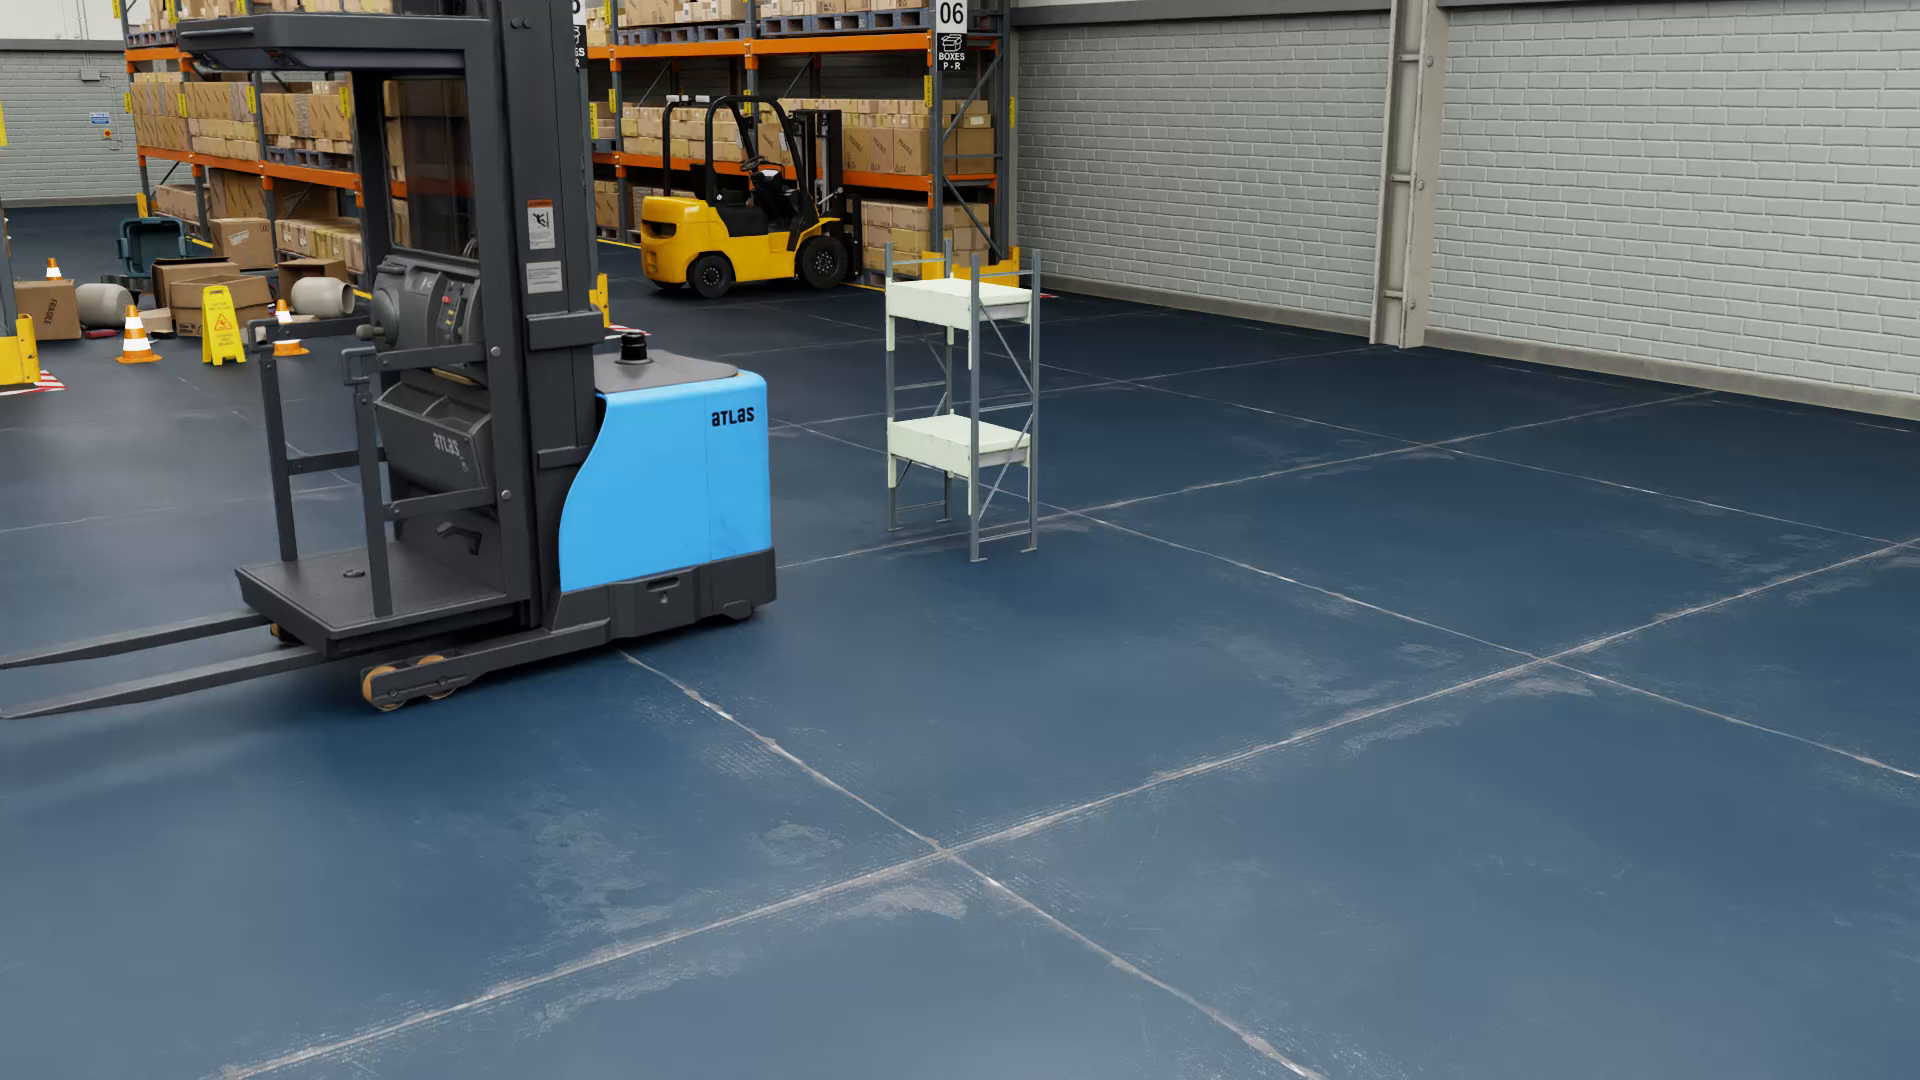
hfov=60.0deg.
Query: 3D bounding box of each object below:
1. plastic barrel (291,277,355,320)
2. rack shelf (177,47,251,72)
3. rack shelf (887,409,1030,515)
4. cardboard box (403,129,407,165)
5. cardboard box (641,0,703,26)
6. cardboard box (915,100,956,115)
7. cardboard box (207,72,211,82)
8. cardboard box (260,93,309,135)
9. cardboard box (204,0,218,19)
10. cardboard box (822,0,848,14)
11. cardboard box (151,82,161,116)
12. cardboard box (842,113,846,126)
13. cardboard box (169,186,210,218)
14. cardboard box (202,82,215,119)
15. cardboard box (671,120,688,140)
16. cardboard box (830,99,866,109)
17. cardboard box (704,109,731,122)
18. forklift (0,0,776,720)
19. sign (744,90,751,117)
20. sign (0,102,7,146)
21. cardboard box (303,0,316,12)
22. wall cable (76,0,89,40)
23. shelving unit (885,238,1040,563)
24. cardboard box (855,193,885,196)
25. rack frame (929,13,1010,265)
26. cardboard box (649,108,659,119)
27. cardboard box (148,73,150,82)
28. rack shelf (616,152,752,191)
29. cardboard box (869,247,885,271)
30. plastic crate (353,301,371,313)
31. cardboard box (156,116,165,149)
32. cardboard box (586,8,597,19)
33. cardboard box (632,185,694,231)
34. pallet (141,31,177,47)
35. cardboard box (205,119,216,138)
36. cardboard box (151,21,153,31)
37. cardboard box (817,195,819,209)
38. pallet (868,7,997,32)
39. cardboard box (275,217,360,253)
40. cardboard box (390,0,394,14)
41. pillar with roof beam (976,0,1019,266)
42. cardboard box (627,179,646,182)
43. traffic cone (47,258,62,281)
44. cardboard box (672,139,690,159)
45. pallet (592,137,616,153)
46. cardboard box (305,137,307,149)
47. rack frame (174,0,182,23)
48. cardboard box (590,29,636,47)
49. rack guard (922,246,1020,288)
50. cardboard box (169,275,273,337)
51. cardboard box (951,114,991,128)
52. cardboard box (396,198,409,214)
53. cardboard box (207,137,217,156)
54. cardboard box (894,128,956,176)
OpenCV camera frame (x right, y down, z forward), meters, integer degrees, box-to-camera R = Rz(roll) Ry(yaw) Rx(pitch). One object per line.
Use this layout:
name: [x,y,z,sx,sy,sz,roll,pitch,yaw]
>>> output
plastic barrel: [-6.342,-2.405,16.561,0.512,0.421,0.421,1,15,4]
rack shelf: [-9.782,-6.677,22.969,1.077,0.370,4.000,-11,19,-35]
rack shelf: [0.004,-0.408,8.459,0.431,0.370,0.720,-11,19,-35]
cardboard box: [-5.309,-4.032,16.874,0.500,0.500,0.500,-11,19,-34]
cardboard box: [-3.987,-7.382,23.009,0.700,0.500,0.500,-11,19,-36]
cardboard box: [-0.271,-4.761,18.308,0.380,0.149,0.250,-11,19,-34]
cardboard box: [-11.464,-6.937,24.926,0.380,0.149,0.250,-10,18,-33]
cardboard box: [-8.529,-5.412,21.119,0.500,0.500,0.500,-12,19,-36]
cardboard box: [-9.877,-7.179,22.455,0.500,0.500,0.500,-11,19,-34]
cardboard box: [-1.182,-6.382,19.349,0.797,0.503,0.637,-10,18,-33]
cardboard box: [-12.346,-6.917,26.085,0.500,0.500,0.500,-11,19,-34]
cardboard box: [-1.168,-4.942,19.531,0.380,0.149,0.250,-11,19,-35]
cardboard box: [-12.296,-5.505,27.066,0.875,0.438,0.875,-10,18,-33]
cardboard box: [-10.318,-6.184,23.405,0.500,0.500,0.500,-11,19,-36]
cardboard box: [-3.623,-5.630,22.802,0.500,0.250,0.500,-11,19,-34]
cardboard box: [-1.312,-5.144,19.707,0.380,0.149,0.250,-11,19,-34]
cardboard box: [-3.152,-5.615,21.990,0.380,0.149,0.250,-12,19,-36]
forklift: [-2.262,-0.929,6.417,3.031,2.935,1.130,-13,20,-39]
sign: [-2.675,-5.501,20.949,0.100,0.325,0.005,-11,19,-35]
sign: [-7.395,-3.192,12.767,0.100,0.325,0.005,-11,19,-35]
cardboard box: [-7.308,-6.193,19.327,0.500,0.250,0.500,-11,19,-34]
wall cable: [-16.883,-10.923,31.437,0.463,3.000,0.029,-11,19,-35]
shelving unit: [0.004,-0.722,8.373,0.431,1.500,0.755,-11,19,-35]
cardboard box: [-1.199,-4.134,20.519,0.500,0.250,0.500,-11,19,-34]
rack frame: [0.110,-4.213,18.286,1.000,3.000,0.127,-11,19,-35]
cardboard box: [-4.151,-6.007,23.423,0.380,0.149,0.250,-11,19,-34]
cardboard box: [-12.687,-7.363,26.484,0.380,0.149,0.250,-11,19,-34]
rack shelf: [-3.418,-5.147,23.062,1.077,0.370,4.000,-11,19,-35]
cardboard box: [-0.706,-3.248,19.174,0.500,0.250,0.500,-11,19,-35]
plastic crate: [-5.995,-2.425,17.284,0.583,0.080,0.402,10,18,33]
cardboard box: [-12.348,-6.440,26.233,0.500,0.500,0.500,-10,18,-33]
cardboard box: [-5.301,-7.780,24.603,0.380,0.149,0.250,-12,19,-36]
cardboard box: [-4.238,-4.843,24.291,0.875,0.625,0.625,-10,18,-33]
pallet: [-12.144,-7.845,26.041,1.003,0.211,1.213,-11,19,-35]
cardboard box: [-10.323,-5.816,23.481,0.500,0.250,0.500,-11,19,-34]
cardboard box: [-12.471,-8.185,26.302,0.500,0.311,0.500,-10,18,-34]
cardboard box: [-1.617,-4.058,20.240,0.500,0.250,0.500,-10,18,-33]
pallet: [-0.285,-5.772,18.468,1.003,0.211,1.213,-11,19,-35]
cardboard box: [-8.282,-3.963,21.554,0.950,0.372,0.625,-12,20,-38]
cardboard box: [-5.324,-5.352,16.487,0.500,0.250,0.500,-11,19,-34]
pillar with roof beam: [-3.052,-6.727,16.107,9.100,9.000,0.400,-11,19,-35]
cardboard box: [-4.994,-5.492,25.671,0.380,0.149,0.250,-11,19,-34]
traffic cone: [-9.766,-2.803,17.940,0.336,0.463,0.334,-11,19,-35]
cardboard box: [-3.627,-5.388,22.864,0.500,0.250,0.500,-10,18,-33]
pallet: [-5.049,-5.962,25.042,1.213,0.211,1.003,-11,19,-35]
cardboard box: [-7.756,-4.846,20.281,0.380,0.149,0.250,-10,18,-32]
rack frame: [-10.958,-8.897,24.038,1.000,3.000,0.127,-11,19,-35]
cardboard box: [-5.092,-7.367,24.414,0.500,0.250,0.500,-12,19,-36]
rack guard: [0.124,-3.002,18.597,1.175,0.500,0.348,-11,19,-35]
cardboard box: [-6.983,-2.219,15.732,0.637,0.503,0.797,4,16,13]
cardboard box: [0.121,-4.686,18.599,0.380,0.149,0.250,-11,19,-36]
cardboard box: [-5.797,-3.533,17.567,0.380,0.149,0.250,-10,18,-32]
cardboard box: [-10.319,-5.574,23.545,0.500,0.250,0.500,-11,19,-35]
cardboard box: [-0.392,-4.325,18.508,0.500,0.500,0.500,-11,19,-36]
